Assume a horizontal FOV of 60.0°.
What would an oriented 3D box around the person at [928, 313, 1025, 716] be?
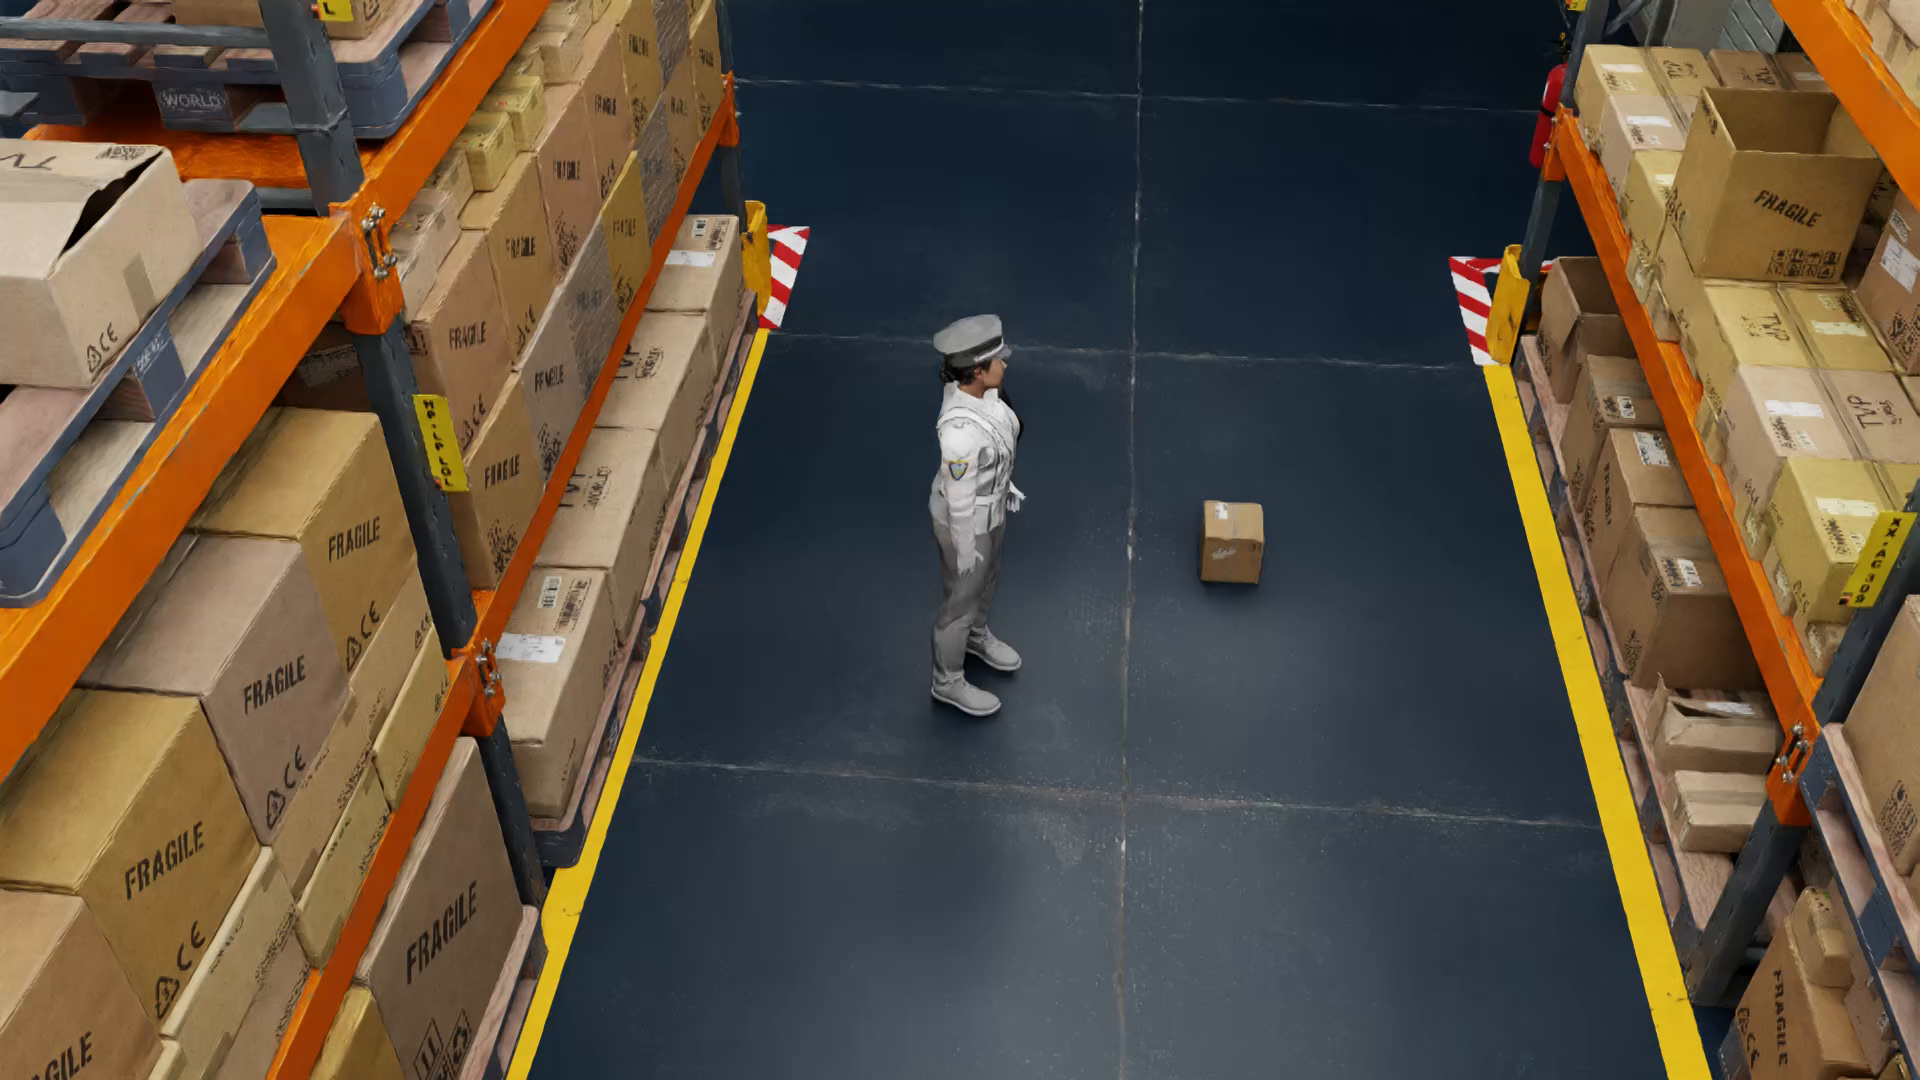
[{"bbox_3d":[0.065,-0.095,6.227,0.345,1.685,0.506,6,41,8],"label":"person"}]
